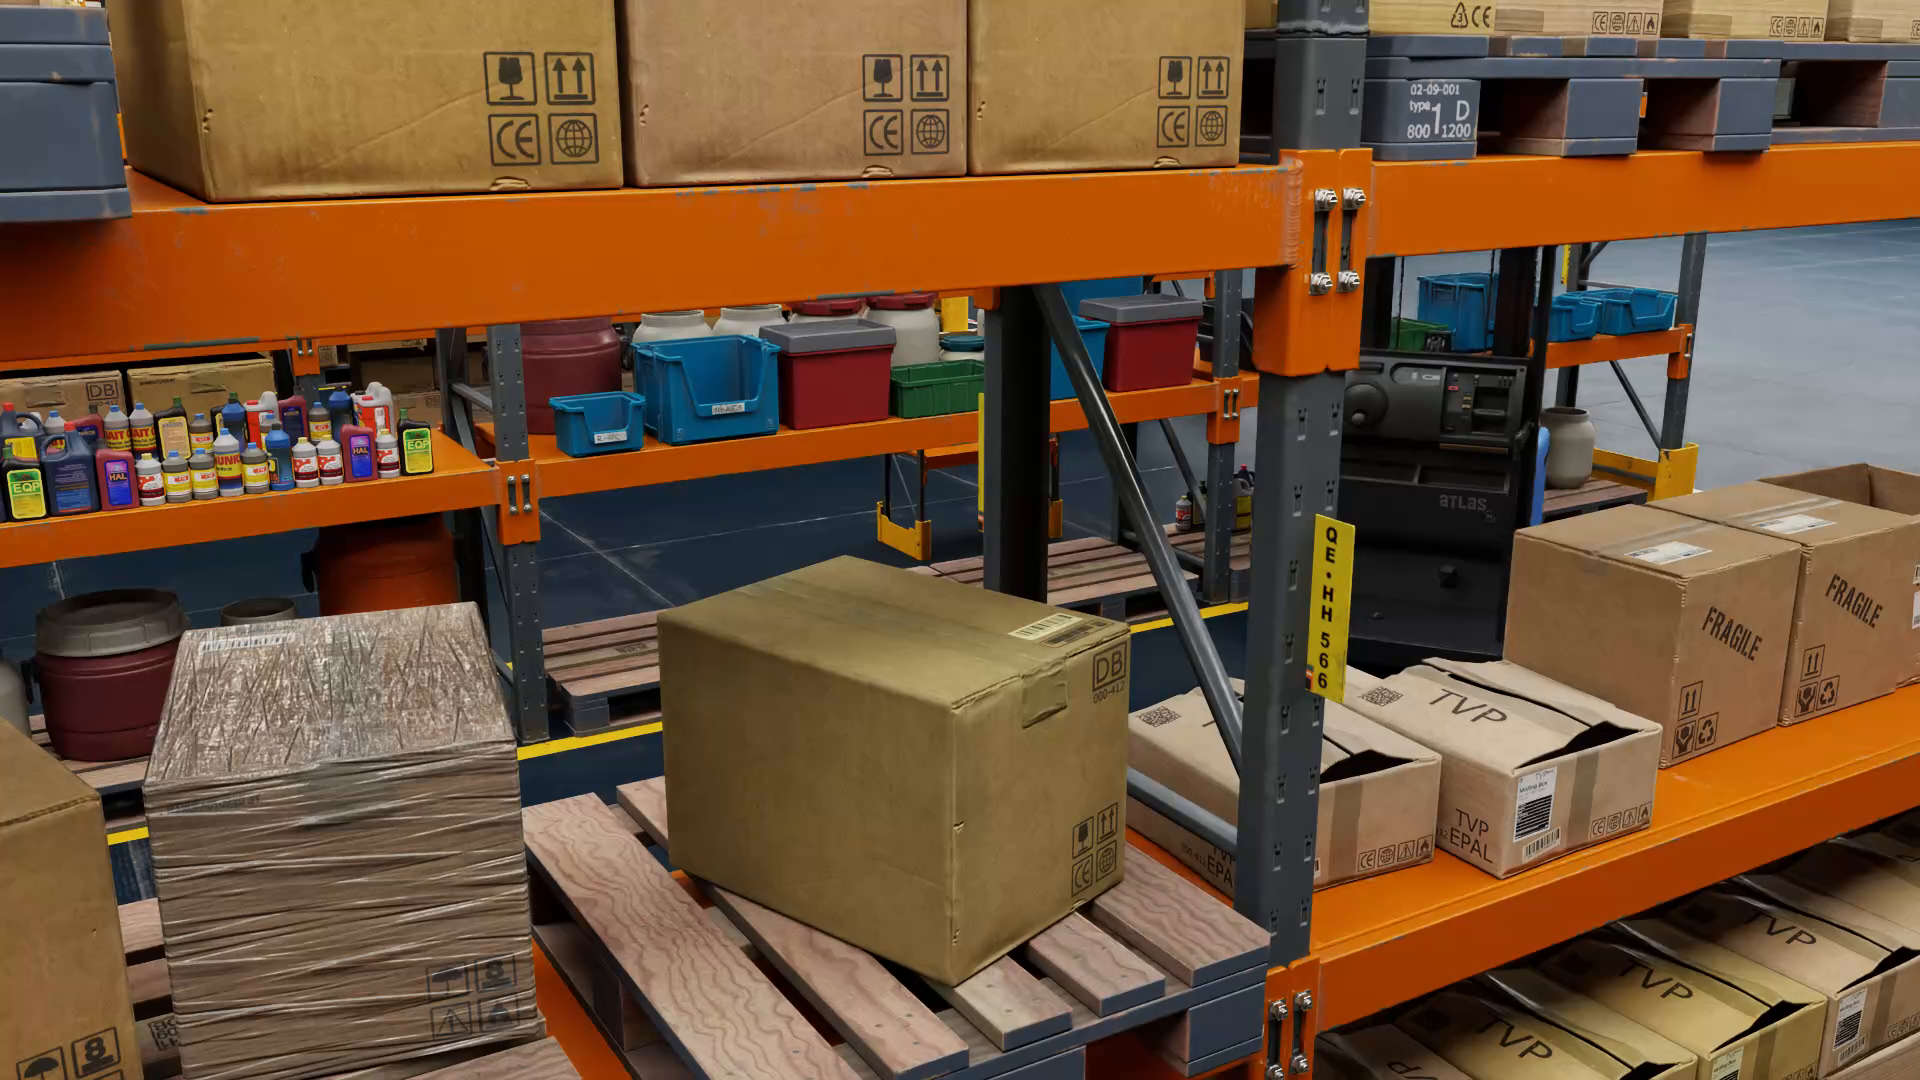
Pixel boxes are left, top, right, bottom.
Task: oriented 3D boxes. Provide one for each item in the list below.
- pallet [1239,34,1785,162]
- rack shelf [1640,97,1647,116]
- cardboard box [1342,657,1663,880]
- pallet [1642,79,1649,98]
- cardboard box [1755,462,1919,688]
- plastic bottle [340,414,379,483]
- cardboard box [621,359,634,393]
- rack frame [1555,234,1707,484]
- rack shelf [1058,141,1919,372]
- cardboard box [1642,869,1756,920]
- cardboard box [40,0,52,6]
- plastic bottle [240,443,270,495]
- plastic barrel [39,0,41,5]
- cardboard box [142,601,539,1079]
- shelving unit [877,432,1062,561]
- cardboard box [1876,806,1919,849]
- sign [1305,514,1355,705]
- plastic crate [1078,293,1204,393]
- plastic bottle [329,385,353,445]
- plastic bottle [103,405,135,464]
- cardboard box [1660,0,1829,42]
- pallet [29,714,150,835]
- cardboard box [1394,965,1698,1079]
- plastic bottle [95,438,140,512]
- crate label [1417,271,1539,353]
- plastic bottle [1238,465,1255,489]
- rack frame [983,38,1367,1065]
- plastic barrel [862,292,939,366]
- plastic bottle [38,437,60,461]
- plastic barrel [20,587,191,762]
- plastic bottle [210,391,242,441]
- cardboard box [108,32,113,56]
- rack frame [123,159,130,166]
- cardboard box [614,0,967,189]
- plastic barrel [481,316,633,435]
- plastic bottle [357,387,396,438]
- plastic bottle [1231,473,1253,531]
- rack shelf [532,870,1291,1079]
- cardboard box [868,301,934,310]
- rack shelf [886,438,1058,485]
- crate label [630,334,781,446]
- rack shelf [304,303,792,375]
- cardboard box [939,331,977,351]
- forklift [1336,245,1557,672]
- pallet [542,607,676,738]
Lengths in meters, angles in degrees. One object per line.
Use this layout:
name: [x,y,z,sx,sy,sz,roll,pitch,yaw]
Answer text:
pallet: [0.895,-0.952,3.540,1.003,0.211,1.213,-8,18,-27]
rack shelf: [2.955,-2.562,10.267,4.000,0.370,1.077,-9,18,-30]
cardboard box: [1.226,0.480,3.805,0.500,0.311,0.500,-9,18,-30]
pallet: [3.909,-3.003,10.857,1.213,0.211,1.003,-9,18,-30]
cardboard box: [2.670,0.089,4.850,0.500,0.500,0.500,-8,17,-26]
plastic bottle: [-2.513,-0.387,6.948,0.133,0.283,0.061,-9,18,-30]
cardboard box: [-2.746,-1.120,13.163,0.500,0.500,0.700,-11,19,-34]
rack frame: [4.669,-1.742,11.566,0.127,3.000,1.000,-9,18,-30]
rack shelf: [2.074,-0.859,4.193,4.000,0.370,1.077,-9,18,-30]
cardboard box: [1.988,1.026,4.968,0.500,0.311,0.500,-9,18,-28]
cardboard box: [-5.920,-3.229,10.349,0.500,0.500,0.500,-8,18,-27]
plastic bottle: [-2.872,-0.295,6.772,0.097,0.201,0.097,0,16,0]
plastic barrel: [-3.631,-2.060,6.116,0.433,0.535,0.433,0,16,0]
cardboard box: [-1.005,0.463,2.737,0.500,0.500,0.700,-6,17,-19]
shelving unit: [0.065,-0.733,10.745,1.083,1.500,0.587,-9,18,-30]
cardboard box: [3.146,1.009,5.031,0.500,0.311,0.500,-9,18,-28]
sign: [0.647,0.122,2.920,0.005,0.325,0.100,-9,18,-30]
plastic crate: [0.983,-1.078,9.081,0.583,0.464,0.402,-9,18,-30]
plastic bottle: [-2.839,-0.573,7.634,0.097,0.271,0.097,0,16,0]
plastic bottle: [-3.632,-0.444,7.175,0.097,0.271,0.097,0,16,0]
cardboard box: [1.655,-1.288,3.888,0.500,0.250,0.500,-10,18,-31]
pallet: [-3.888,1.001,6.949,1.213,0.211,1.003,-9,18,-30]
cardboard box: [1.405,1.289,4.032,0.500,0.311,0.500,-10,18,-31]
plastic bottle: [-3.295,-0.260,6.495,0.133,0.283,0.061,-9,18,-30]
crate label: [3.231,-1.440,10.425,0.616,0.435,0.502,-9,18,-30]
plastic bottle: [1.808,-0.305,10.533,0.185,0.351,0.144,-10,19,-32]
rack frame: [0.359,0.517,3.509,0.127,3.000,1.000,-9,18,-30]
plastic barrel: [-0.322,-1.067,8.907,0.433,0.535,0.433,0,16,0]
plastic bottle: [-3.528,-0.267,6.523,0.133,0.283,0.061,-9,18,-30]
plastic barrel: [-3.567,0.558,7.051,0.708,0.588,0.600,-9,18,-30]
plastic bottle: [-3.261,-0.516,7.409,0.133,0.283,0.061,-9,18,-30]
cardboard box: [-7.566,-4.292,14.920,0.500,0.500,0.500,-9,18,-30]
rack frame: [-9.843,-4.069,19.867,0.127,3.000,1.000,-9,18,-30]
cardboard box: [-0.435,-0.836,2.593,0.500,0.500,0.910,-9,18,-30]
plastic barrel: [-1.947,-0.830,8.061,0.708,0.536,0.600,-9,18,-30]
plastic bottle: [-2.648,-0.549,7.542,0.135,0.276,0.152,-9,18,-30]
plastic bottle: [1.718,-0.245,10.319,0.185,0.351,0.144,-9,18,-30]
rack shelf: [-1.355,1.141,2.614,4.000,0.370,1.077,-9,18,-30]
cardboard box: [-0.897,-3.119,19.637,0.875,0.875,0.875,-9,18,-29]
rack shelf: [0.073,-0.561,10.798,1.000,0.185,0.538,-9,18,-30]
crate label: [-1.198,-0.722,7.864,0.616,0.435,0.502,-9,18,-30]
rack shelf: [-3.025,-1.707,12.776,4.000,0.370,1.077,-9,18,-30]
cardboard box: [0.032,-1.563,14.780,0.500,0.500,0.500,-11,19,-35]
forklift: [2.210,-0.707,8.003,1.130,2.935,3.031,7,17,23]
pallet: [-1.505,0.614,8.328,1.213,0.211,1.003,-9,18,-30]
